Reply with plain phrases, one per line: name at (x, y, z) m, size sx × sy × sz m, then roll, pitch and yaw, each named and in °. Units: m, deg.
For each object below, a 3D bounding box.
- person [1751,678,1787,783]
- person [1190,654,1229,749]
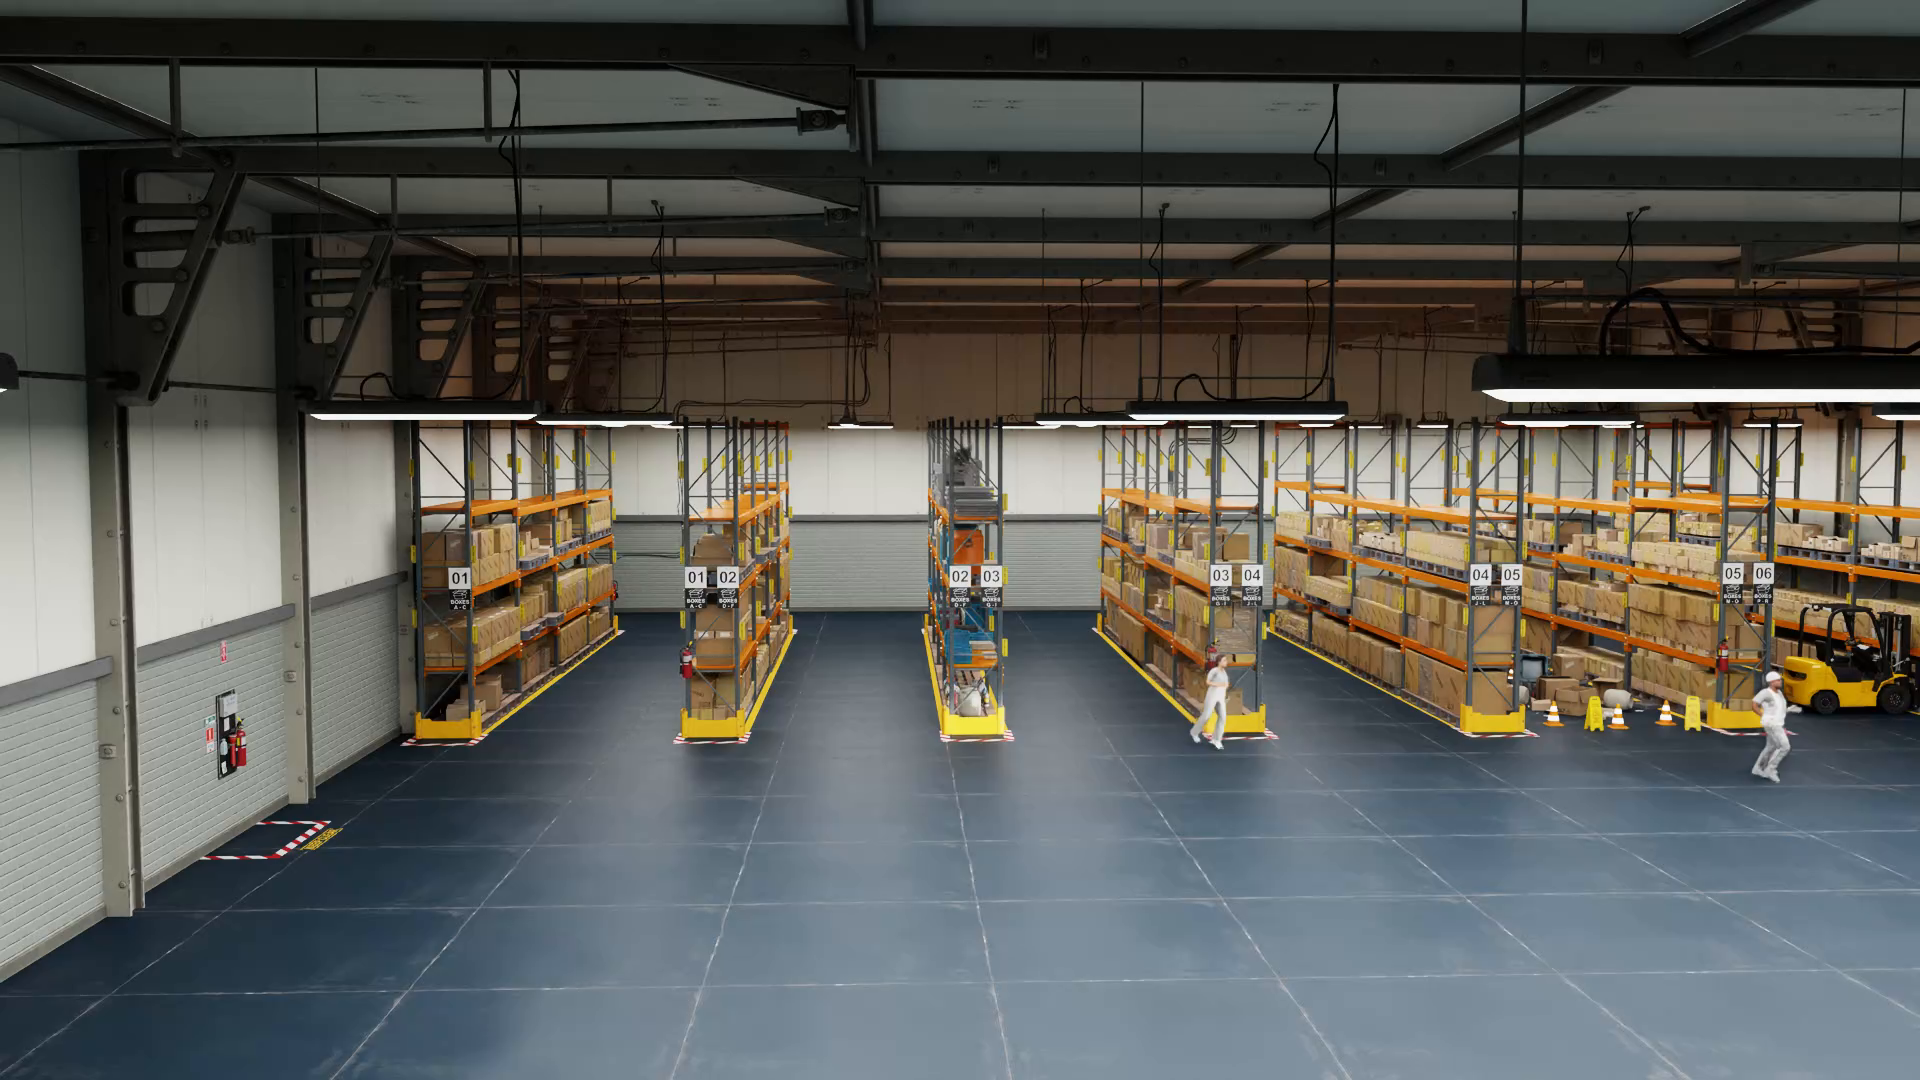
person at (13.352, 3.083, 27.214) m, size 0.699 × 1.775 × 0.669 m, roll 3°, pitch 5°, yaw 39°
person at (4.678, 2.913, 30.362) m, size 0.591 × 1.669 × 0.856 m, roll -2°, pitch 4°, yaw -33°
